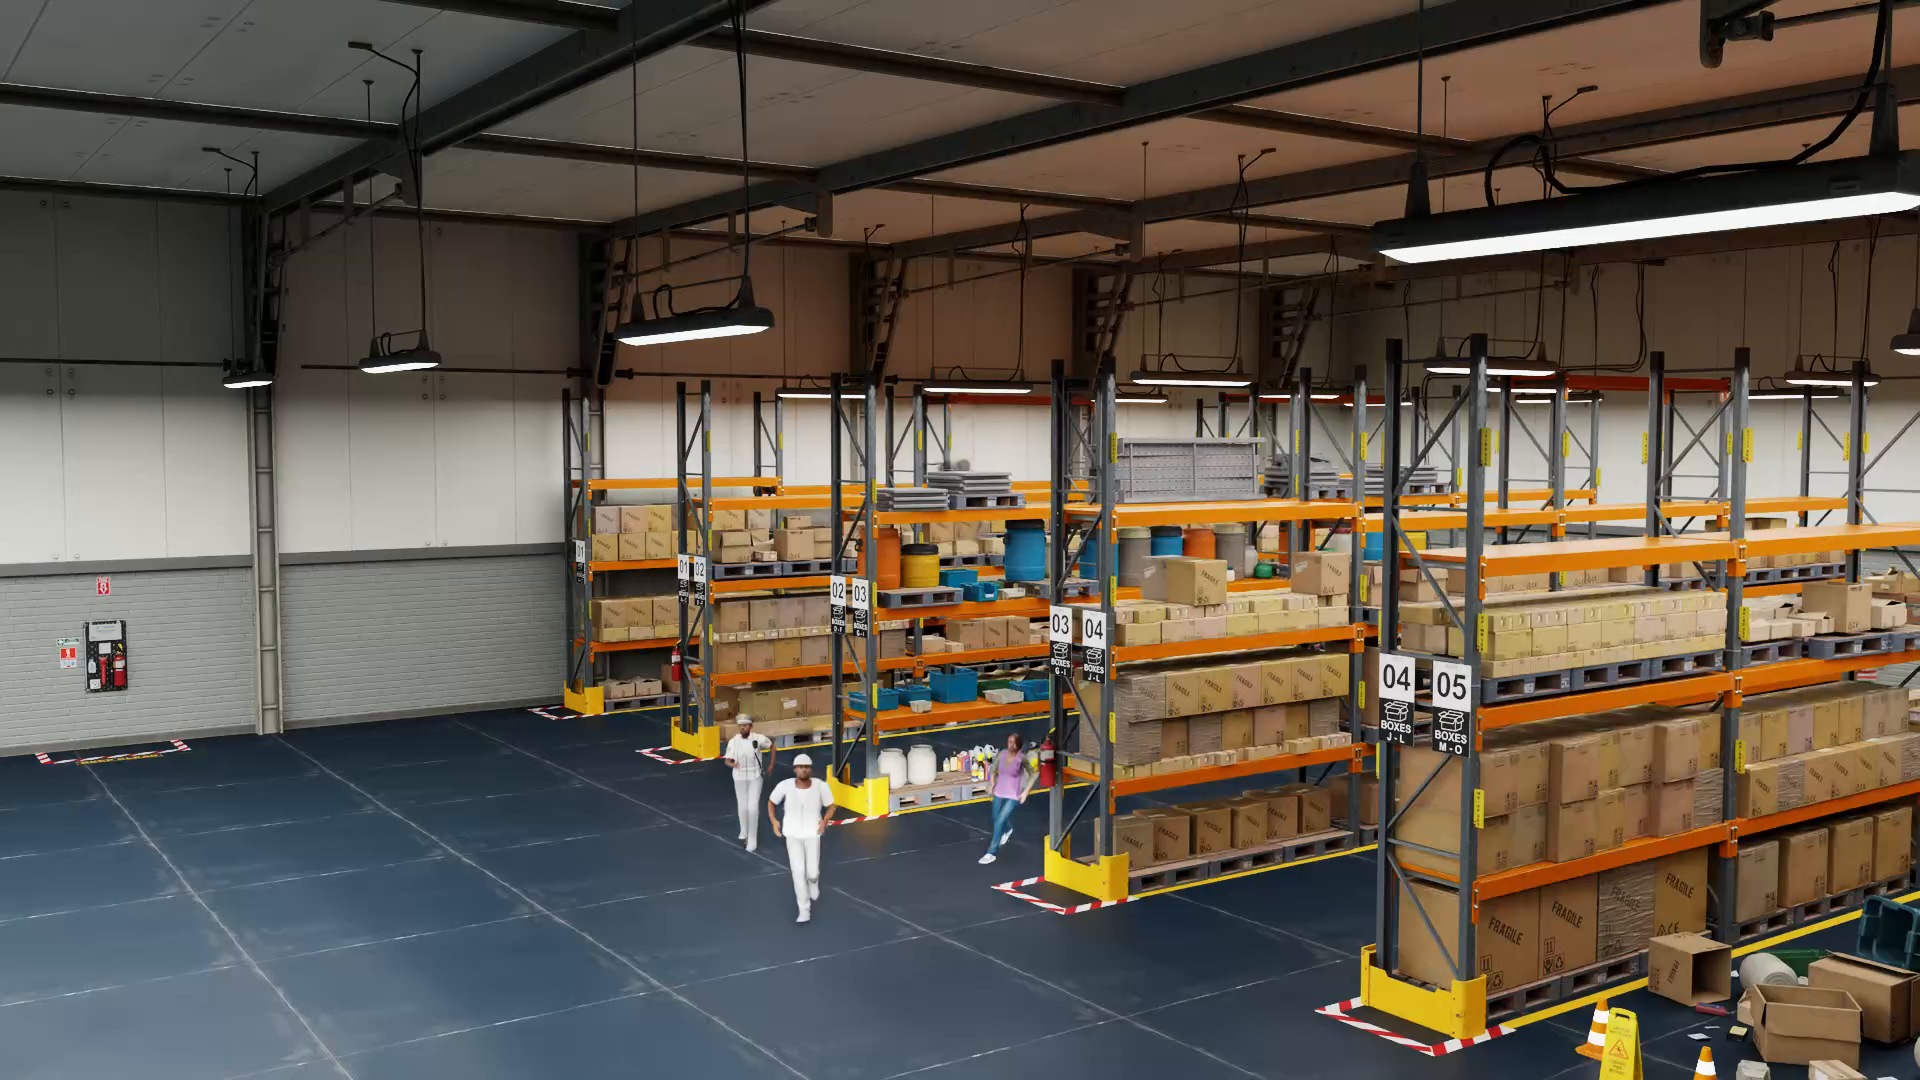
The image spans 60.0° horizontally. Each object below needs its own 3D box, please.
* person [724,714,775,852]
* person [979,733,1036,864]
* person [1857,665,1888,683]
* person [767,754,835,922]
[{"bbox_3d":[-2.615,2.993,20.688,0.584,1.714,0.866,0,4,4],"label":"person"},{"bbox_3d":[0.595,3.101,20.069,0.599,1.545,0.729,2,4,28],"label":"person"},{"bbox_3d":[15.597,2.447,28.700,0.660,1.805,0.756,-1,4,-21],"label":"person"},{"bbox_3d":[-1.699,3.155,17.826,0.732,1.737,0.810,0,4,-7],"label":"person"}]
